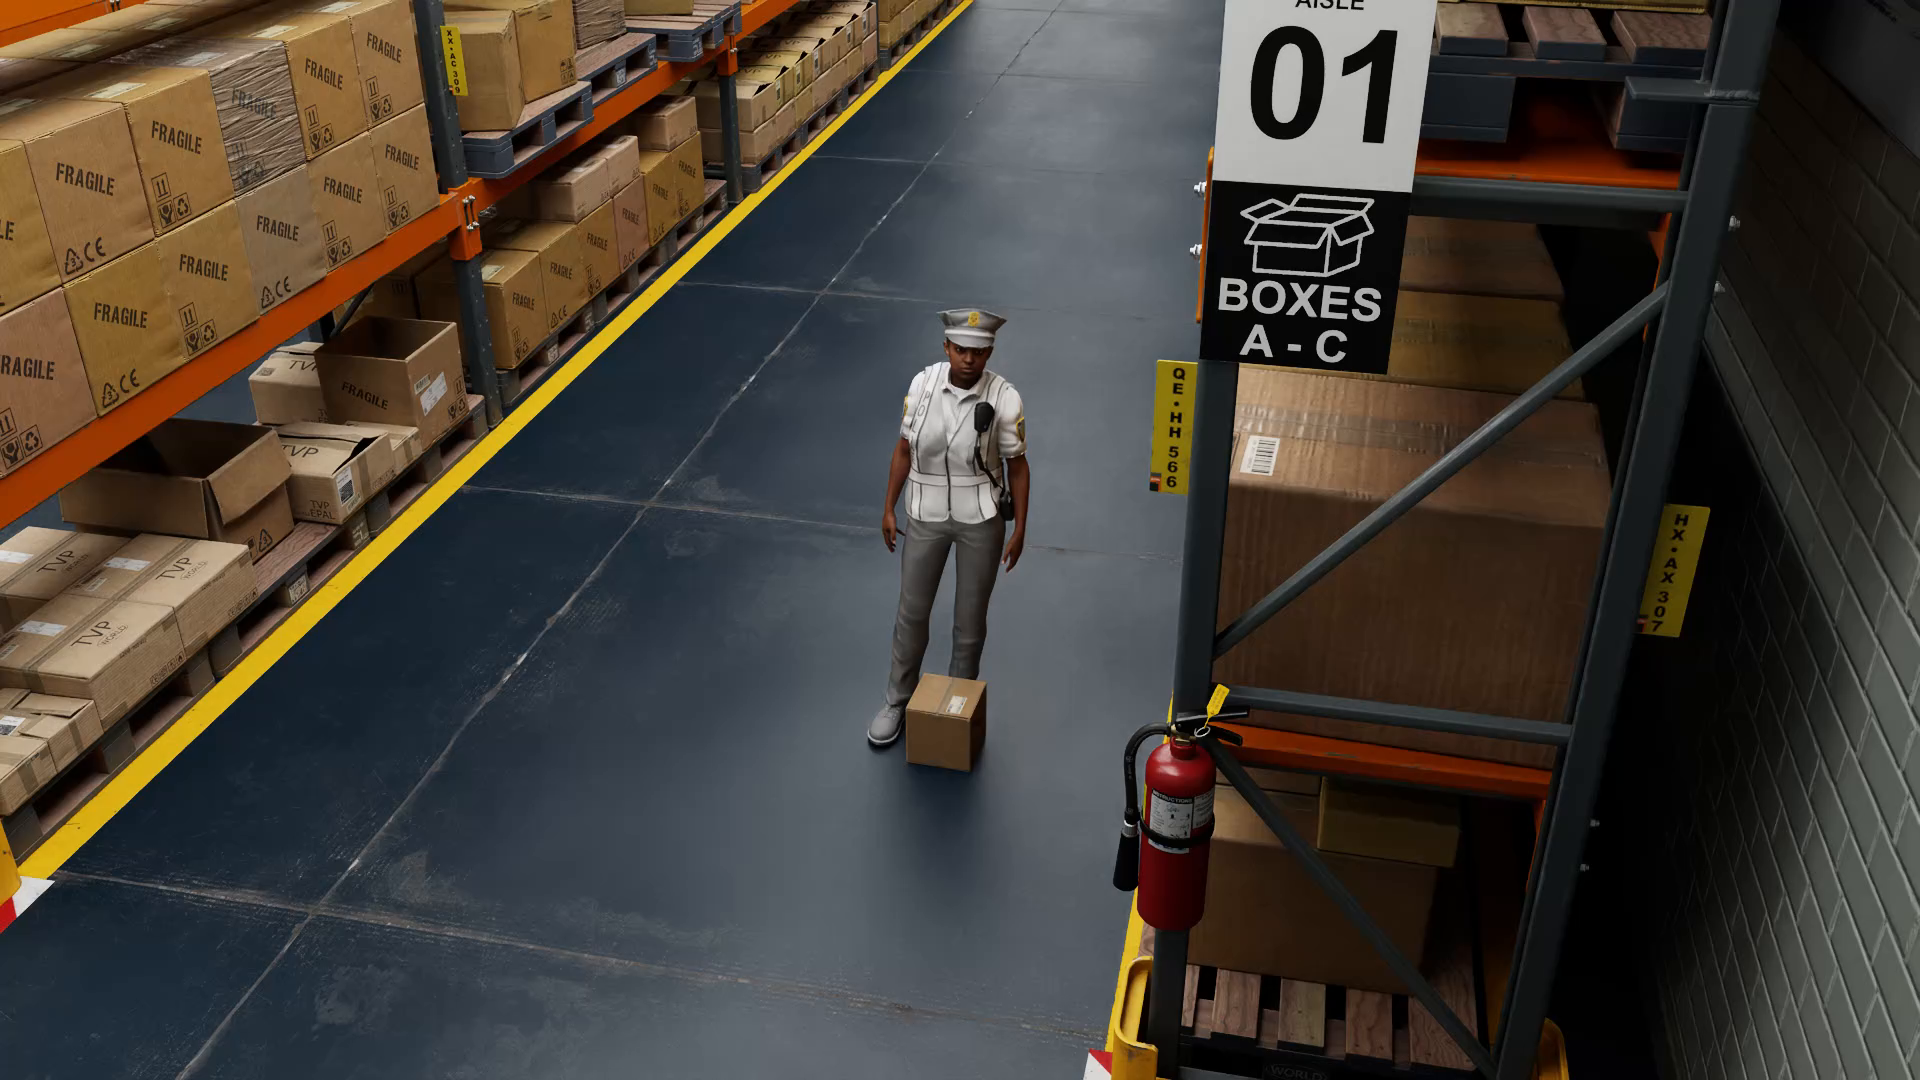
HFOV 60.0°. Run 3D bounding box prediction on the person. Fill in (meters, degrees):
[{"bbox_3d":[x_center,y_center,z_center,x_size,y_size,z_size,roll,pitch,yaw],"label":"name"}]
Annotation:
[{"bbox_3d":[-0.041,-0.047,6.156,0.569,1.696,0.528,6,29,10],"label":"person"}]
